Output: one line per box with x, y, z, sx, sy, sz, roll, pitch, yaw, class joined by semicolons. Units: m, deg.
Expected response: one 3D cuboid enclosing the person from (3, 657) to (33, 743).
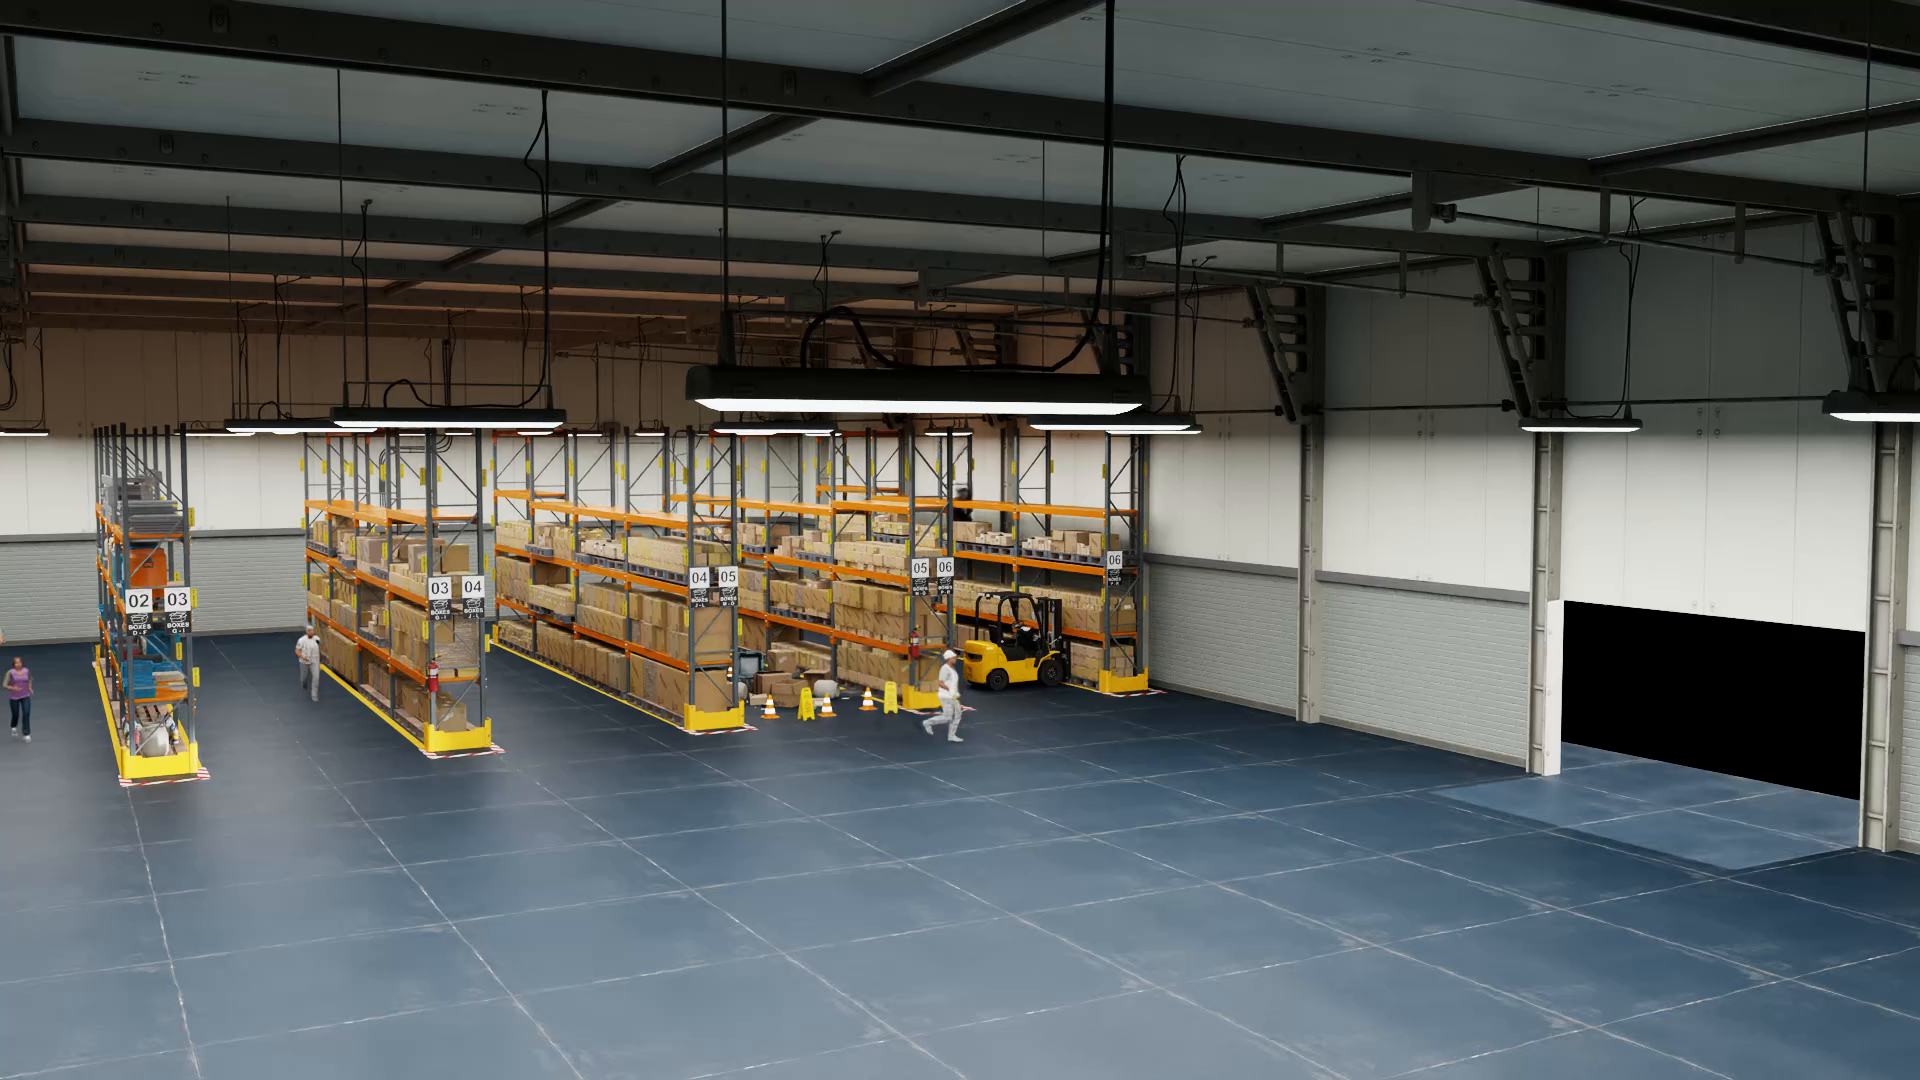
-17.806;2.997;31.466;0.539;1.595;0.905;-3;5;-40;person

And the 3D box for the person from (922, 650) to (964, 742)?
-0.305;2.949;31.458;0.785;1.742;0.673;1;4;14;person

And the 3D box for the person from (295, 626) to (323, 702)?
-14.326;2.710;36.627;0.582;1.667;1.029;-2;4;-26;person

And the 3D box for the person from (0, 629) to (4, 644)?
-22.373;2.578;38.357;0.574;1.668;0.885;-3;4;-39;person
